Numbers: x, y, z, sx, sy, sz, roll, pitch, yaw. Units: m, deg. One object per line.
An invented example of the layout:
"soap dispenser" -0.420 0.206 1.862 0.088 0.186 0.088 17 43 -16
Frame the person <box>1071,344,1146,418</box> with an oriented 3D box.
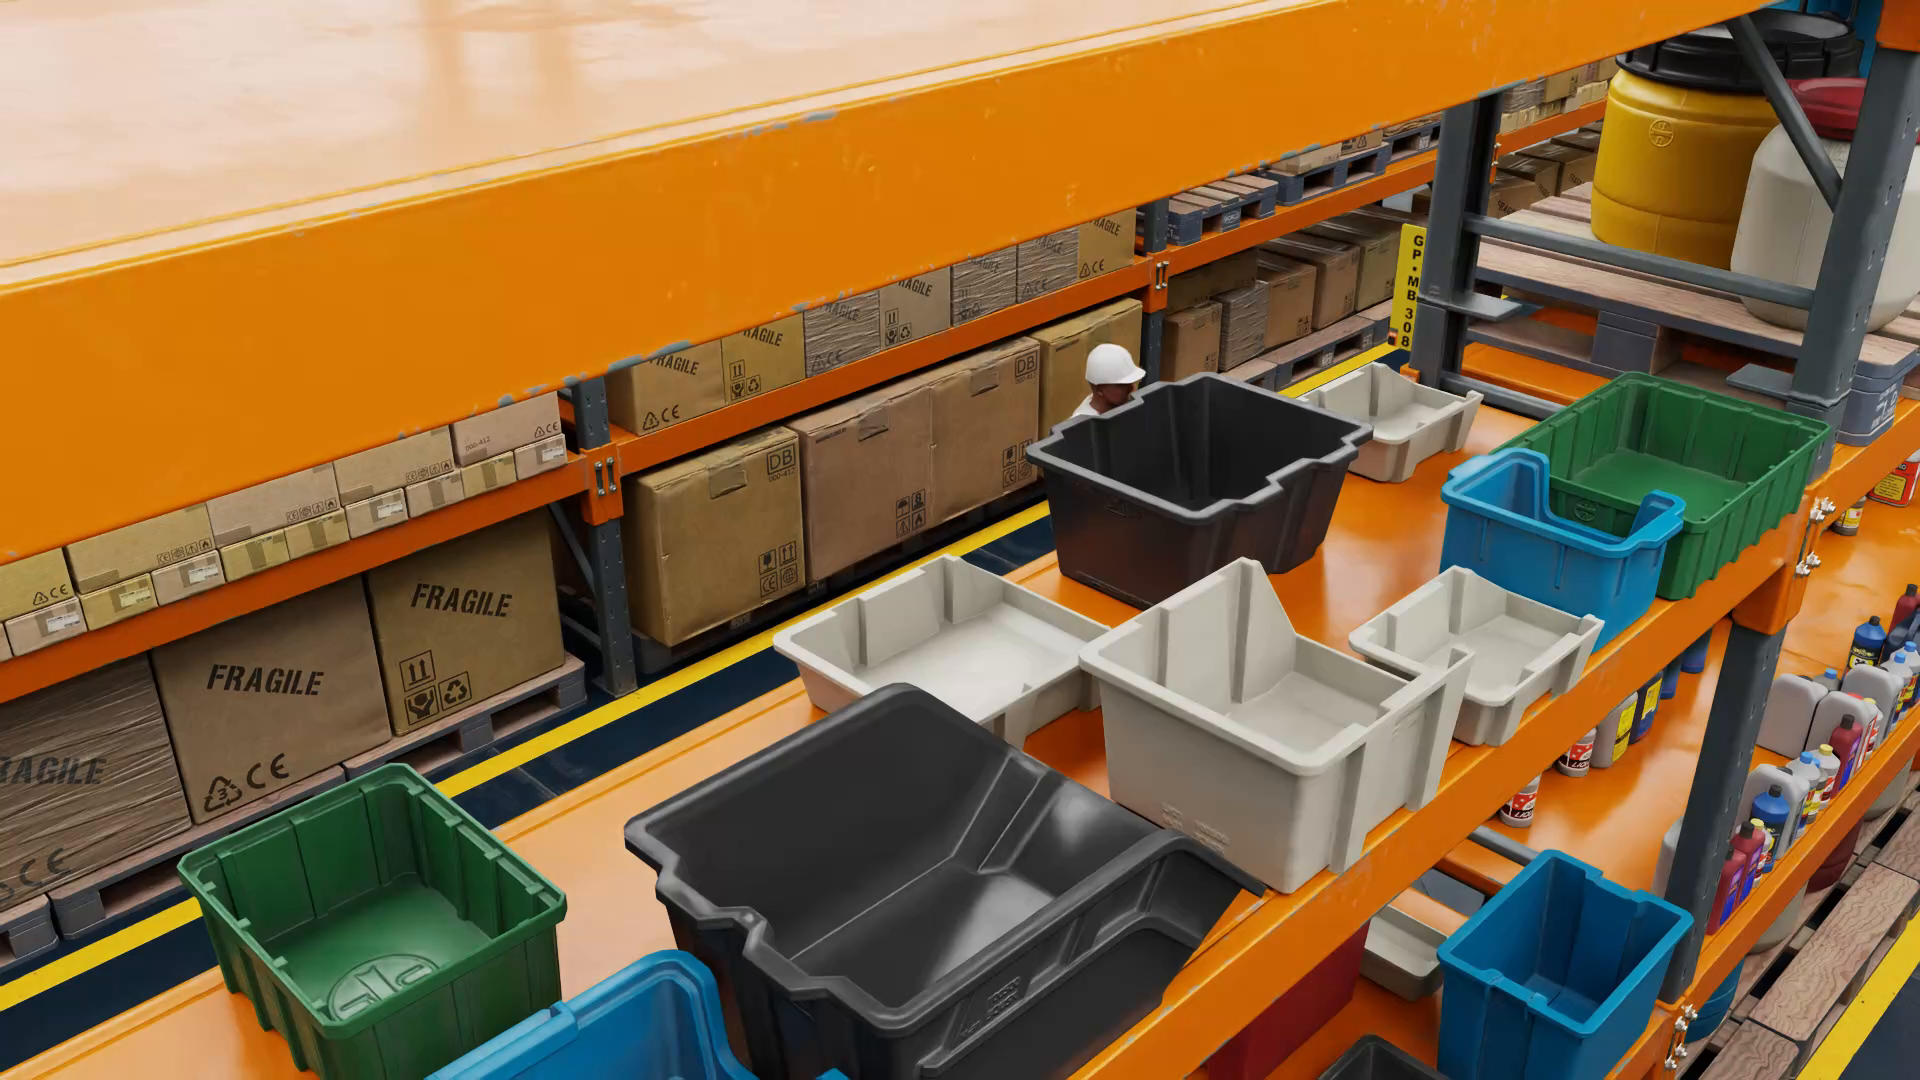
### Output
"person" 0.778 -0.050 7.676 0.571 1.789 0.583 12 30 22
